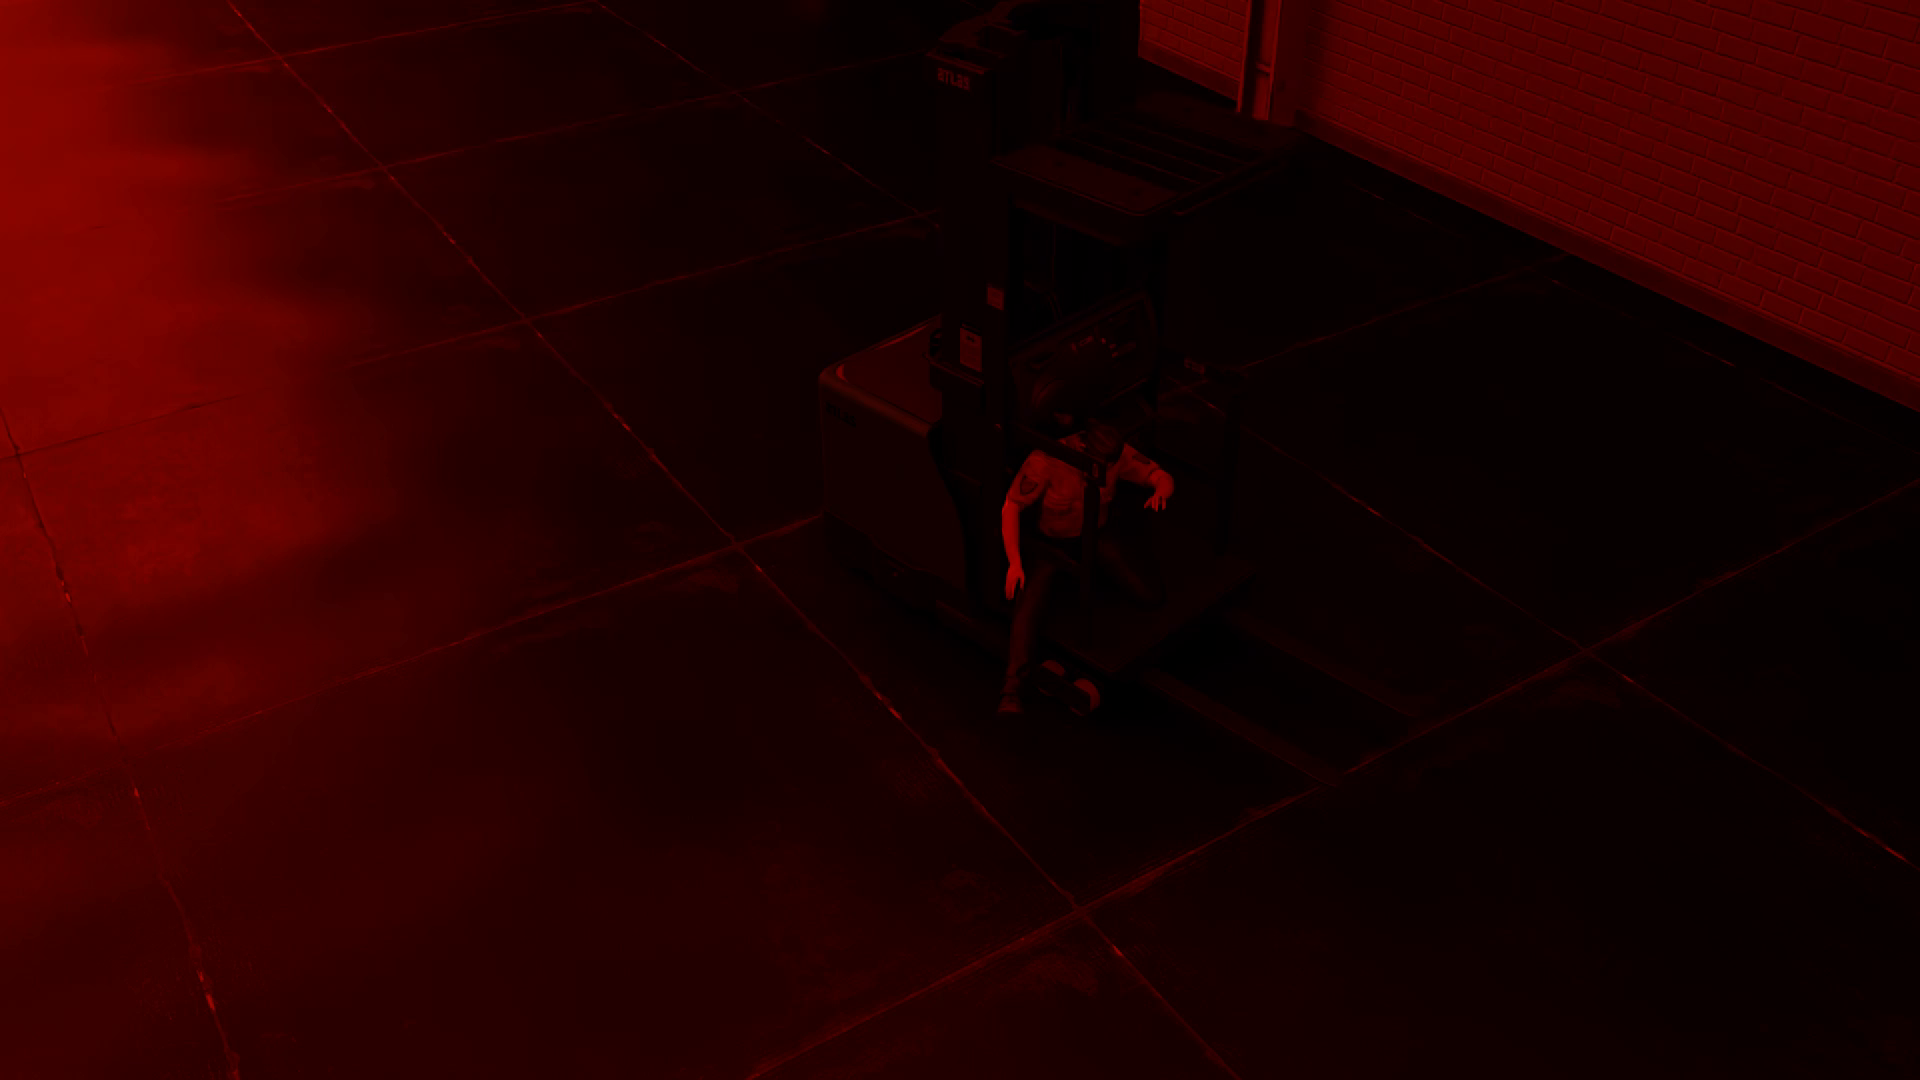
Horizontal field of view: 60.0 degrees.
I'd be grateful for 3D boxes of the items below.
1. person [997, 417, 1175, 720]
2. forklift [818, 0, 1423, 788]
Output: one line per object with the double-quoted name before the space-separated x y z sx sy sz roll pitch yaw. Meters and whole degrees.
"person" 0.595 0.061 7.351 1.010 1.211 1.127 -4 35 -6
"forklift" 0.706 -0.741 7.202 3.031 2.935 1.130 29 44 35
